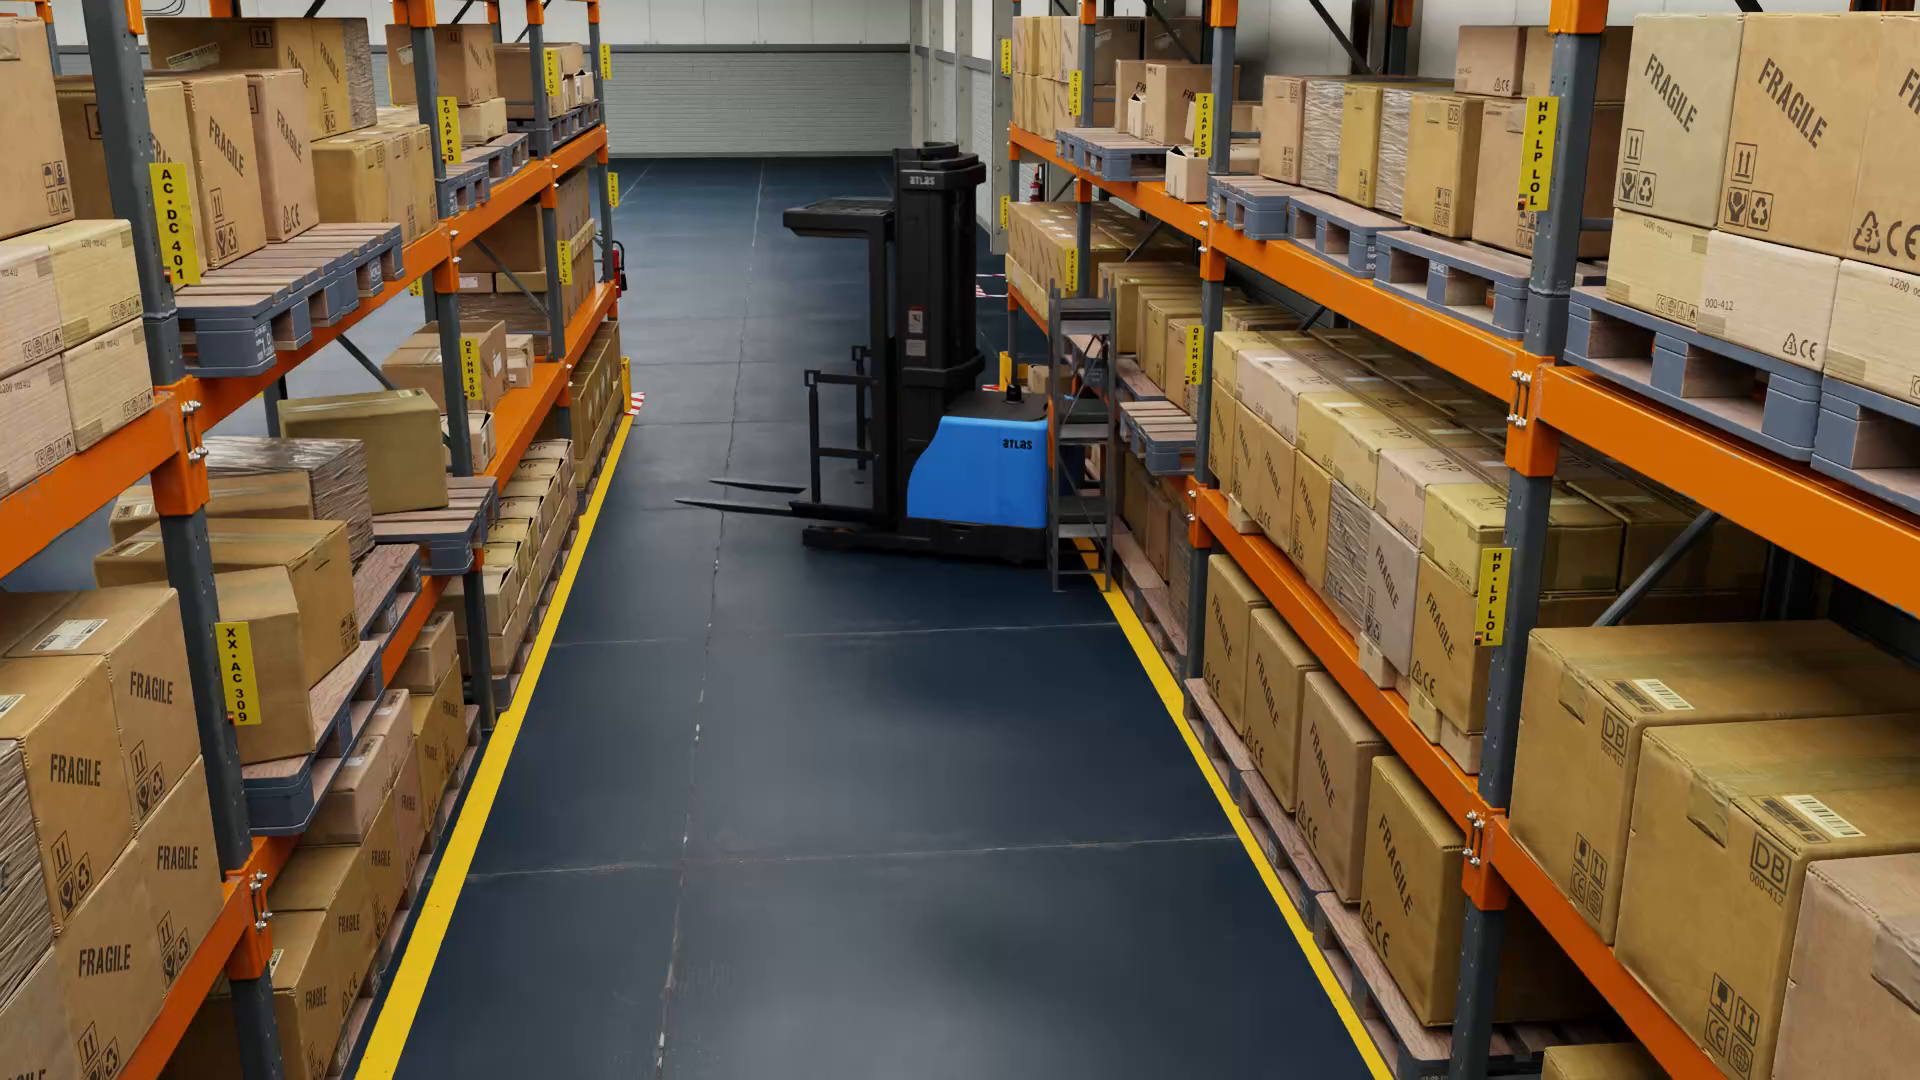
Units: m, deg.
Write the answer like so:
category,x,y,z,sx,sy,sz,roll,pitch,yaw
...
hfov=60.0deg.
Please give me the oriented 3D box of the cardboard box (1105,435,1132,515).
category,x,y,z,sx,sy,sz,roll,pitch,yaw
cardboard box,1.502,-0.505,12.715,0.700,0.500,0.500,-1,17,-4

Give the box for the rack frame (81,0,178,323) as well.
category,x,y,z,sx,sy,sz,roll,pitch,yaw
rack frame,-2.692,-2.031,4.122,1.000,3.000,0.127,-2,18,-6

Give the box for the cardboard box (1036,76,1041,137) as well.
category,x,y,z,sx,sy,sz,roll,pitch,yaw
cardboard box,0.937,-3.804,14.578,0.500,0.500,0.500,-1,17,-2

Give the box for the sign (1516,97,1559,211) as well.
category,x,y,z,sx,sy,sz,roll,pitch,yaw
sign,1.696,-1.131,4.875,0.100,0.325,0.005,-2,18,-6

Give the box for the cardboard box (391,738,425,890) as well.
category,x,y,z,sx,sy,sz,roll,pitch,yaw
cardboard box,-2.661,1.204,7.272,0.500,0.500,0.500,-2,18,-8

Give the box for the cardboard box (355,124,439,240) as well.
category,x,y,z,sx,sy,sz,roll,pitch,yaw
cardboard box,-3.026,-1.710,7.942,0.910,0.500,0.500,-2,18,-6

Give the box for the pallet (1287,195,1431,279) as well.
category,x,y,z,sx,sy,sz,roll,pitch,yaw
pallet,2.060,-1.332,7.220,1.003,0.211,1.213,-1,17,-3

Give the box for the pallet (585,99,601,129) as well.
category,x,y,z,sx,sy,sz,roll,pitch,yaw
pallet,-3.882,-3.921,15.299,1.003,0.211,1.213,-2,18,-6

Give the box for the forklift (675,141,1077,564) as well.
category,x,y,z,sx,sy,sz,roll,pitch,yaw
forklift,-0.673,-1.458,12.427,3.031,2.935,1.130,5,18,16

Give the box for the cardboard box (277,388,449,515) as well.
category,x,y,z,sx,sy,sz,roll,pitch,yaw
cardboard box,-2.927,-0.424,8.152,0.700,0.500,0.500,-8,19,-24

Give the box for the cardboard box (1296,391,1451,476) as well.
category,x,y,z,sx,sy,sz,roll,pitch,yaw
cardboard box,1.783,-0.467,7.209,0.500,0.250,0.500,-2,18,-7

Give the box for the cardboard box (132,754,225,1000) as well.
category,x,y,z,sx,sy,sz,roll,pitch,yaw
cardboard box,-2.385,0.925,4.556,0.500,0.500,0.500,-1,17,-5

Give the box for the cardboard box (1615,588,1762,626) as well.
category,x,y,z,sx,sy,sz,roll,pitch,yaw
cardboard box,2.438,0.333,5.910,0.500,0.500,0.500,-2,18,-8

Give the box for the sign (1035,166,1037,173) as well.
category,x,y,z,sx,sy,sz,roll,pitch,yaw
sign,1.140,-5.426,24.893,0.001,0.329,0.234,-2,18,-6

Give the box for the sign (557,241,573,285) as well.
category,x,y,z,sx,sy,sz,roll,pitch,yaw
sign,-2.978,-2.086,12.514,0.100,0.325,0.005,-2,18,-6

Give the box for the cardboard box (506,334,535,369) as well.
category,x,y,z,sx,sy,sz,roll,pitch,yaw
cardboard box,-3.423,-1.335,12.172,0.500,0.250,0.500,-1,17,-2

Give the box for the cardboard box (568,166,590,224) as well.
category,x,y,z,sx,sy,sz,roll,pitch,yaw
cardboard box,-3.889,-3.255,15.705,0.700,0.500,0.500,-2,18,-5

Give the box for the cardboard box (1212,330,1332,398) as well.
category,x,y,z,sx,sy,sz,roll,pitch,yaw
cardboard box,1.616,-0.919,8.649,0.500,0.250,0.500,-1,17,-4

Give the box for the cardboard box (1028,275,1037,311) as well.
category,x,y,z,sx,sy,sz,roll,pitch,yaw
cardboard box,0.896,-2.224,14.969,0.500,0.250,0.500,-2,18,-5

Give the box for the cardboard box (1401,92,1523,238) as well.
category,x,y,z,sx,sy,sz,roll,pitch,yaw
cardboard box,2.132,-1.441,6.349,0.700,0.500,0.500,-2,18,-7

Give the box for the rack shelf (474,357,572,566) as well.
category,x,y,z,sx,sy,sz,roll,pitch,yaw
rack shelf,-3.311,-0.613,10.822,1.077,0.370,4.000,-2,18,-6

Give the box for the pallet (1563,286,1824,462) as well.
category,x,y,z,sx,sy,sz,roll,pitch,yaw
pallet,2.309,-0.467,4.298,1.003,0.211,1.213,-2,18,-6

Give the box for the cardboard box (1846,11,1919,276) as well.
category,x,y,z,sx,sy,sz,roll,pitch,yaw
cardboard box,2.145,-0.767,3.235,0.500,0.500,0.500,-2,18,-5

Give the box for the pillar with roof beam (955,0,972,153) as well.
category,x,y,z,sx,sy,sz,roll,pitch,yaw
pillar with roof beam,-4.209,-10.808,32.080,9.100,9.000,0.400,-2,18,-6

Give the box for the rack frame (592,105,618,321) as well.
category,x,y,z,sx,sy,sz,roll,pitch,yaw
rack frame,-3.930,-2.744,16.409,1.000,3.000,0.127,-2,18,-6

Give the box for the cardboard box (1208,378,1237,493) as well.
category,x,y,z,sx,sy,sz,roll,pitch,yaw
cardboard box,1.618,-0.561,8.759,0.500,0.500,0.500,-1,17,-4

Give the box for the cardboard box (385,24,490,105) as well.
category,x,y,z,sx,sy,sz,roll,pitch,yaw
cardboard box,-3.411,-3.116,10.883,0.500,0.500,0.500,0,17,0

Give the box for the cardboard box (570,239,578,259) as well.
category,x,y,z,sx,sy,sz,roll,pitch,yaw
cardboard box,-3.538,-2.531,14.481,0.380,0.149,0.250,-2,18,-6

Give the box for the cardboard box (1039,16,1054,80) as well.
category,x,y,z,sx,sy,sz,roll,pitch,yaw
cardboard box,0.957,-4.131,13.949,0.500,0.500,0.500,-2,18,-8

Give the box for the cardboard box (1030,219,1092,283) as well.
category,x,y,z,sx,sy,sz,roll,pitch,yaw
cardboard box,0.901,-2.587,14.874,0.500,0.500,0.500,-1,17,-4

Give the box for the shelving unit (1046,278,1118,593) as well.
category,x,y,z,sx,sy,sz,roll,pitch,yaw
shelving unit,0.827,-0.715,11.429,0.431,2.100,0.503,-1,16,-1

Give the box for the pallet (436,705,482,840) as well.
category,x,y,z,sx,sy,sz,roll,pitch,yaw
pallet,-3.065,1.194,8.522,1.003,0.211,1.213,-2,18,-6

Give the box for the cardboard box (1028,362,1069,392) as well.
category,x,y,z,sx,sy,sz,roll,pitch,yaw
cardboard box,0.979,-1.616,16.571,0.500,0.311,0.500,-4,18,-12

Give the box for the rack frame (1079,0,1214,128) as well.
category,x,y,z,sx,sy,sz,roll,pitch,yaw
rack frame,1.410,-4.568,12.205,1.000,3.000,0.127,-2,18,-6

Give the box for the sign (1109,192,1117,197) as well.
category,x,y,z,sx,sy,sz,roll,pitch,yaw
sign,1.551,-3.612,16.714,0.100,0.325,0.005,-2,18,-6

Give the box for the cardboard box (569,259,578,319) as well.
category,x,y,z,sx,sy,sz,roll,pitch,yaw
cardboard box,-3.732,-2.191,14.480,0.700,0.500,0.500,-1,17,-4

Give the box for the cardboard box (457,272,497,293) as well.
category,x,y,z,sx,sy,sz,roll,pitch,yaw
cardboard box,-3.758,-1.984,12.737,0.380,0.149,0.250,-2,18,-6

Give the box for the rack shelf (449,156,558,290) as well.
category,x,y,z,sx,sy,sz,roll,pitch,yaw
rack shelf,-3.311,-2.044,10.373,1.077,0.370,4.000,-2,18,-6

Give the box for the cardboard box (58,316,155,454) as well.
category,x,y,z,sx,sy,sz,roll,pitch,yaw
cardboard box,-2.377,-0.391,4.158,0.500,0.250,0.500,-2,18,-6

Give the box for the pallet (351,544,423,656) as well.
category,x,y,z,sx,sy,sz,roll,pitch,yaw
pallet,-2.899,0.311,7.000,1.003,0.211,1.213,-2,18,-6

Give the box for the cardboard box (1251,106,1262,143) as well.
category,x,y,z,sx,sy,sz,roll,pitch,yaw
cardboard box,1.977,-2.224,9.546,0.500,0.500,0.500,-2,18,-6

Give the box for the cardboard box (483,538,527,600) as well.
category,x,y,z,sx,sy,sz,roll,pitch,yaw
cardboard box,-2.929,0.162,10.105,0.500,0.311,0.500,-2,18,-7

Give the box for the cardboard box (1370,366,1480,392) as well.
category,x,y,z,sx,sy,sz,roll,pitch,yaw
cardboard box,2.227,-0.637,7.749,0.500,0.250,0.500,-2,18,-7

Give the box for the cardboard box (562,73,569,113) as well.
category,x,y,z,sx,sy,sz,roll,pitch,yaw
cardboard box,-3.362,-3.527,13.109,0.500,0.311,0.500,-3,18,-9

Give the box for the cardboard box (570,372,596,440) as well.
category,x,y,z,sx,sy,sz,roll,pitch,yaw
cardboard box,-3.313,-1.095,13.794,0.500,0.500,0.500,-2,18,-6

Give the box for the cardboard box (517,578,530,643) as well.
category,x,y,z,sx,sy,sz,roll,pitch,yaw
cardboard box,-2.919,0.436,10.168,0.500,0.250,0.500,-2,18,-7

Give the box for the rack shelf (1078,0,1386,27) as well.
category,x,y,z,sx,sy,sz,roll,pitch,yaw
rack shelf,1.616,-3.438,10.475,1.077,0.370,4.000,-2,18,-6

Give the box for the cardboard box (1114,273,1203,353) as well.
category,x,y,z,sx,sy,sz,roll,pitch,yaw
cardboard box,1.479,-1.644,12.005,0.700,0.500,0.500,0,17,0

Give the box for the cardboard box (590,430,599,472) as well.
category,x,y,z,sx,sy,sz,roll,pitch,yaw
cardboard box,-3.310,-0.737,13.906,0.500,0.250,0.500,-2,18,-6

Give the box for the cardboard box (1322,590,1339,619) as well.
category,x,y,z,sx,sy,sz,roll,pitch,yaw
cardboard box,1.815,0.236,7.302,0.380,0.149,0.250,-1,17,-4

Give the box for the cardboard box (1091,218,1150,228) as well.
category,x,y,z,sx,sy,sz,roll,pitch,yaw
cardboard box,1.409,-2.606,14.934,0.500,0.500,0.500,-2,17,-5
